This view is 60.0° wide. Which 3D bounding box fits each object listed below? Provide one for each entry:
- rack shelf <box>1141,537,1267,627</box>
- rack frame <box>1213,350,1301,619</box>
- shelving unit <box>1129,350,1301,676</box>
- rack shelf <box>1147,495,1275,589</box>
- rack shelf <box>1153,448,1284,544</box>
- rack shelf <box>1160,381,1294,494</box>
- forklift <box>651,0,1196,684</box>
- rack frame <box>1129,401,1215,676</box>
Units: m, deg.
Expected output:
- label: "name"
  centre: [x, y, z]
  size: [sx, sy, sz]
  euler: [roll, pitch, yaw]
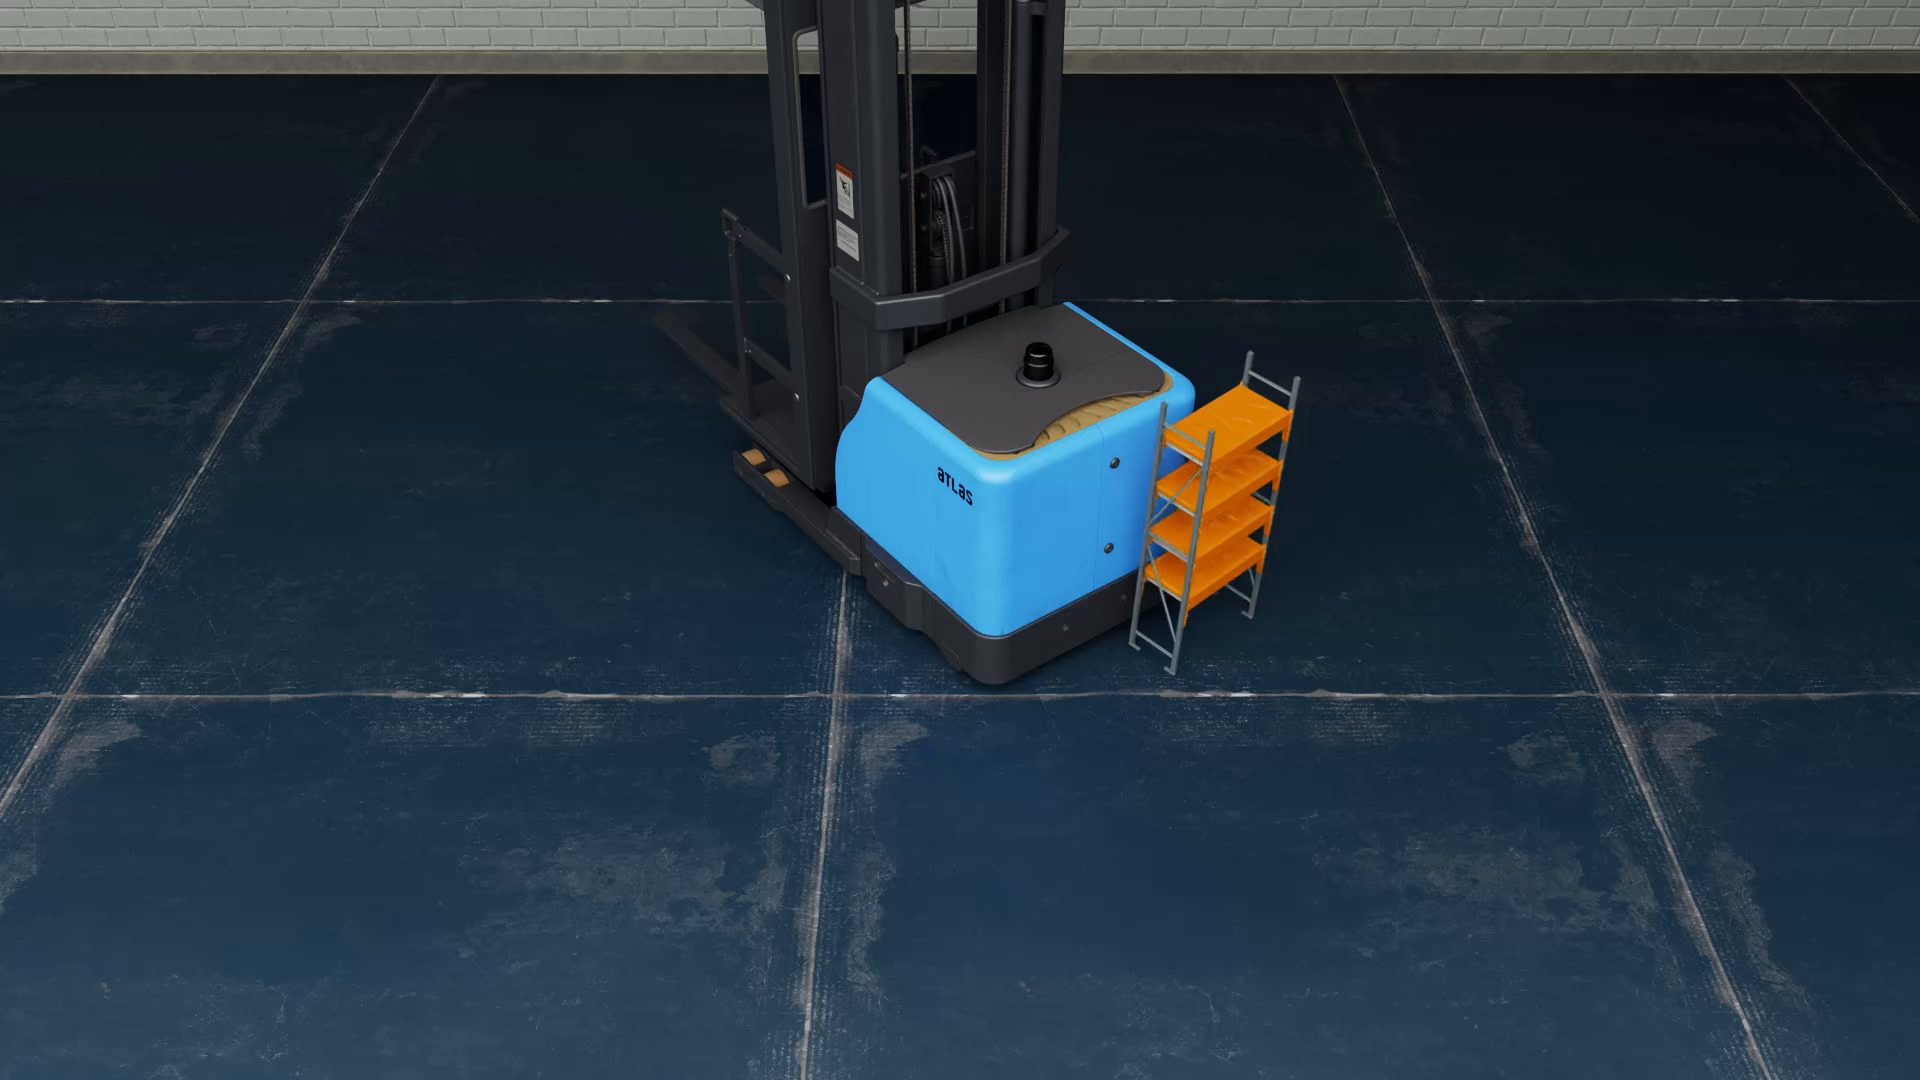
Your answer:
- label: "rack shelf"
  centre: [0.954, 0.117, 6.560]
  size: [0.480, 0.148, 0.258]
  euler: [-31, 51, -33]
- label: "rack frame"
  centre: [1.139, -0.190, 6.519]
  size: [0.015, 1.200, 0.240]
  euler: [-31, 51, -33]
- label: "shelving unit"
  centre: [0.962, -0.085, 6.387]
  size: [0.503, 1.200, 0.258]
  euler: [-31, 51, -33]
- label: "rack shelf"
  centre: [0.960, -0.034, 6.431]
  size: [0.480, 0.148, 0.258]
  euler: [-31, 51, -33]
- label: "rack shelf"
  centre: [0.967, -0.204, 6.286]
  size: [0.480, 0.148, 0.258]
  euler: [-31, 51, -33]
- label: "rack shelf"
  centre: [0.974, -0.383, 6.132]
  size: [0.480, 0.148, 0.258]
  euler: [-31, 51, -33]
- label: "forklift"
  centre: [-0.371, -1.457, 6.724]
  size: [1.130, 2.935, 3.031]
  euler: [-25, 45, -28]
- label: "rack frame"
  centre: [0.786, 0.021, 6.256]
  size: [0.015, 1.200, 0.240]
  euler: [-31, 51, -33]
